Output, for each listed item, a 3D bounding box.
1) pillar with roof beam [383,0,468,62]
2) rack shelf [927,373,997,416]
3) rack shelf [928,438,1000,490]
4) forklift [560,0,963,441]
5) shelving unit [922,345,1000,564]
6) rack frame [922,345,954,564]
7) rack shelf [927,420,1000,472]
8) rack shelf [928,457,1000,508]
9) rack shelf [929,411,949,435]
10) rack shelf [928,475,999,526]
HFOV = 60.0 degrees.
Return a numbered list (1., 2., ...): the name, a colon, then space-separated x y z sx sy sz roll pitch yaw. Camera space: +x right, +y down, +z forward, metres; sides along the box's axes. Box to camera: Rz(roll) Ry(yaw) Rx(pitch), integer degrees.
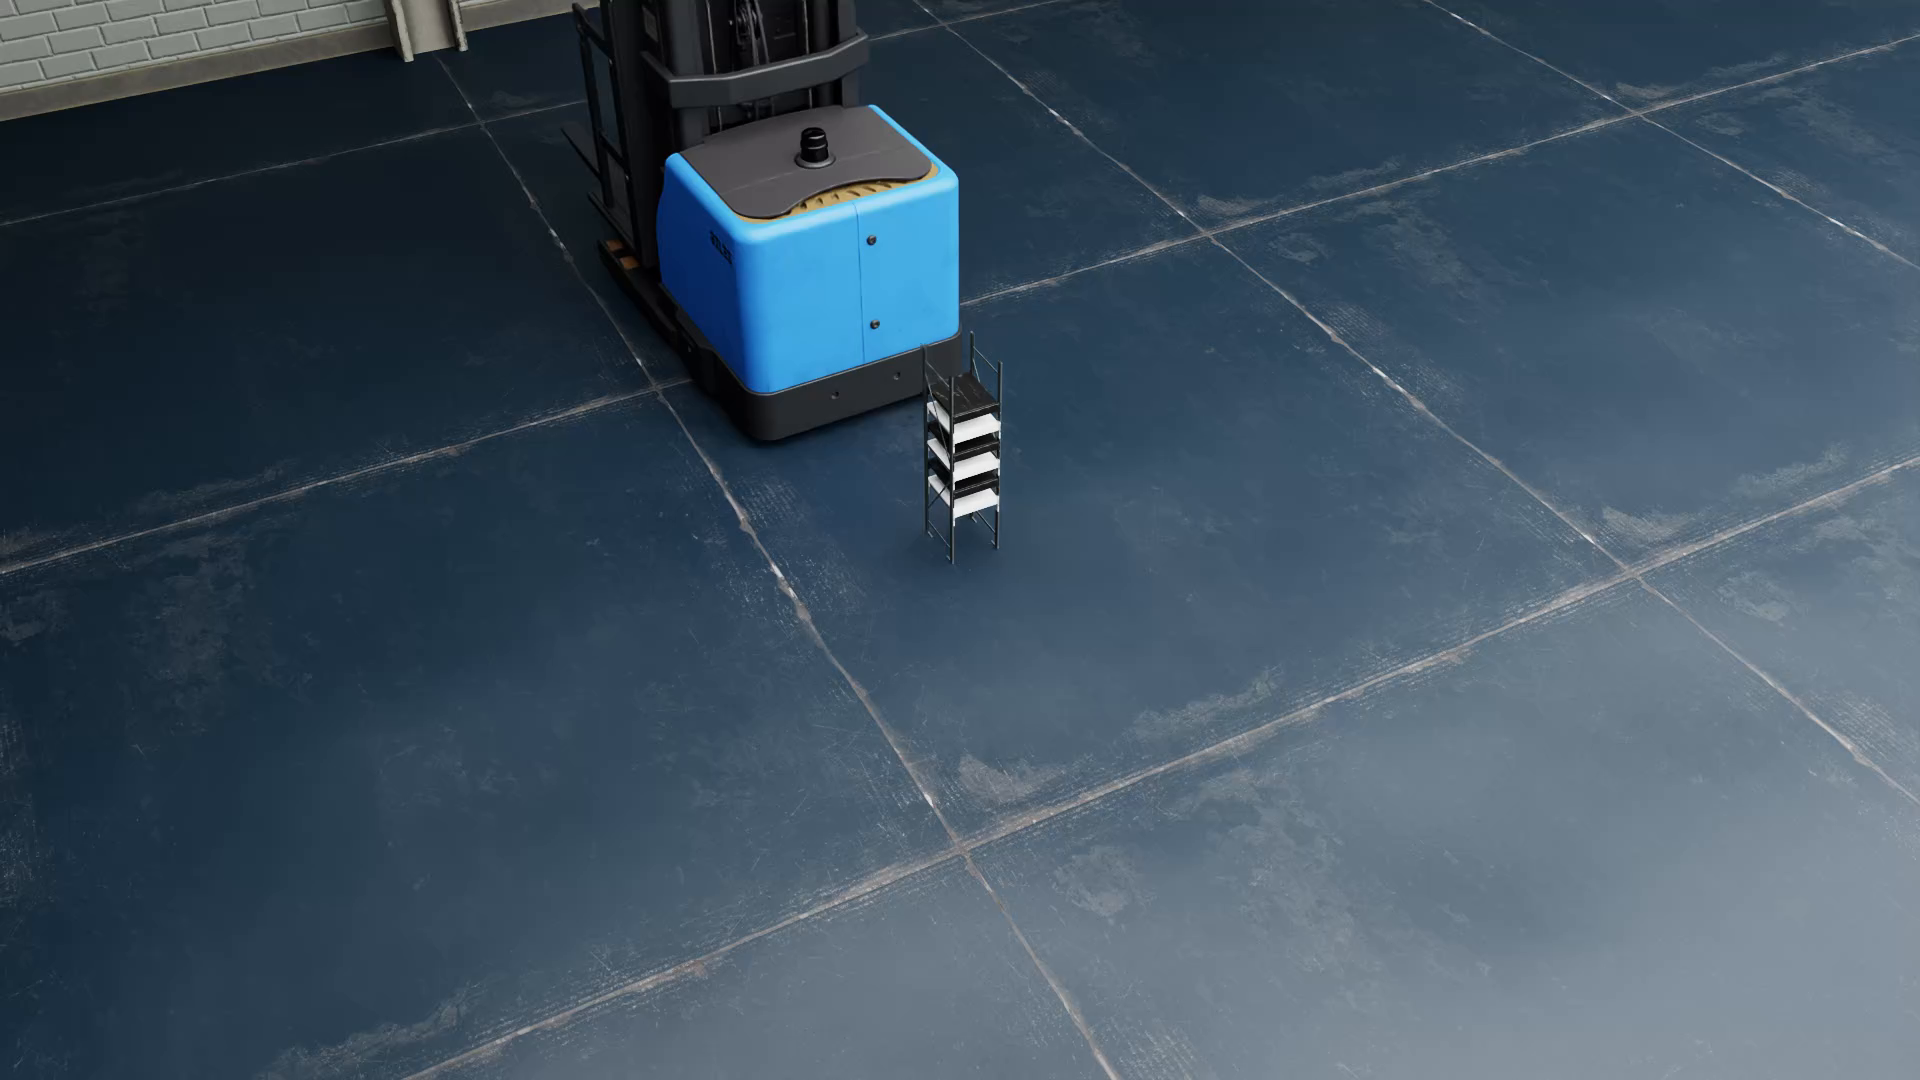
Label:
1. pillar with roof beam: -1.320 -4.052 4.571 0.400 9.000 9.100 -19 44 -21
2. rack shelf: 0.007 -0.542 6.296 0.190 0.026 0.221 -19 44 -21
3. rack shelf: 0.007 -0.320 6.484 0.200 0.077 0.258 -19 44 -21
4. forklift: -1.151 -2.459 7.436 1.129 2.867 3.031 -20 44 -22
5. shelving unit: 0.005 -0.345 6.461 0.205 0.900 0.258 -19 44 -21
6. rack frame: -0.083 -0.316 6.426 0.006 0.900 0.240 -19 44 -21
7. rack shelf: 0.007 -0.389 6.425 0.200 0.077 0.258 -19 44 -21
8. rack shelf: 0.007 -0.252 6.542 0.200 0.077 0.258 -19 44 -21
9. rack shelf: 0.007 -0.469 6.358 0.184 0.015 0.199 -19 44 -21
10. rack shelf: 0.007 -0.183 6.600 0.200 0.077 0.258 -19 44 -21
